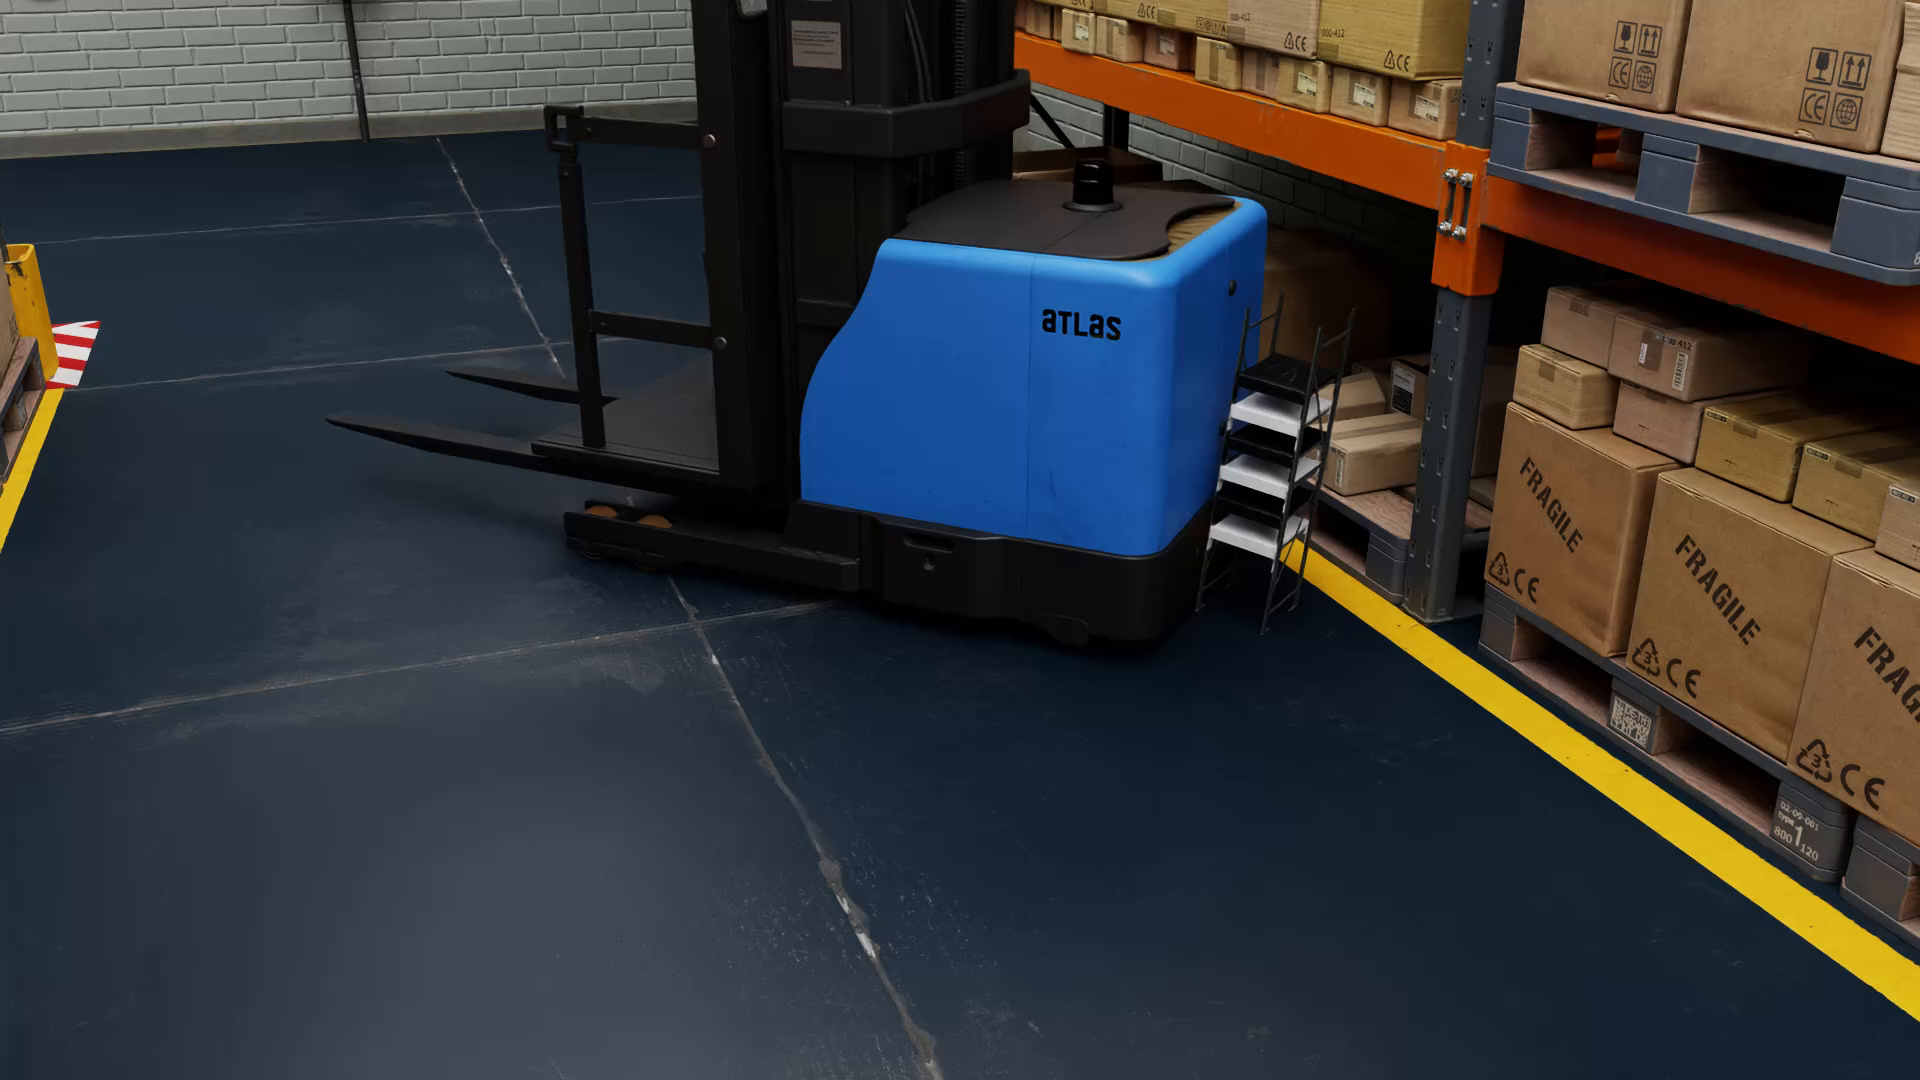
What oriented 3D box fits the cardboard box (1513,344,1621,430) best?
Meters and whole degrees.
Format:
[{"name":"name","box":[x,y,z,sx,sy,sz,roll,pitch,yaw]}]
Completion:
[{"name":"cardboard box","box":[1.632,-0.401,4.182,0.380,0.149,0.250,-7,24,-16]}]

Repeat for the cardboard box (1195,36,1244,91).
[{"name":"cardboard box","box":[0.995,-1.564,5.421,0.380,0.149,0.250,-9,24,-20]}]

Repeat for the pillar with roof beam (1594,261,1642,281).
[{"name":"pillar with roof beam","box":[-1.676,-3.778,2.627,9.100,9.000,0.400,-8,24,-19]}]

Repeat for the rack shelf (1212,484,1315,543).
[{"name":"rack shelf","box":[0.847,-0.096,4.613,0.200,0.077,0.258,20,30,28]}]

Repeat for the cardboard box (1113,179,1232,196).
[{"name":"cardboard box","box":[0.734,-1.171,6.845,0.700,0.500,0.500,-7,24,-17]}]

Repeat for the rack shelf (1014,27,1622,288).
[{"name":"rack shelf","box":[1.048,-1.623,6.164,1.077,0.370,4.000,-8,24,-19]}]

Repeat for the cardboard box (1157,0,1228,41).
[{"name":"cardboard box","box":[0.992,-1.810,5.493,0.500,0.250,0.500,-9,24,-19]}]

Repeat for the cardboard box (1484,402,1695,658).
[{"name":"cardboard box","box":[1.715,-0.063,4.214,0.500,0.500,0.500,-7,24,-17]}]

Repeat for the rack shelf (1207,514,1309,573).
[{"name":"rack shelf","box":[0.840,-0.015,4.652,0.200,0.077,0.258,20,30,28]}]

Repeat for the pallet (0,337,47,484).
[{"name":"pallet","box":[-3.945,-0.434,6.007,1.003,0.211,1.213,-8,24,-19]}]

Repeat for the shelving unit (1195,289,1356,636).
[{"name":"shelving unit","box":[0.858,-0.206,4.559,0.210,0.900,0.258,20,30,28]}]

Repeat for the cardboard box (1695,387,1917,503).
[{"name":"cardboard box","box":[1.904,-0.220,3.751,0.380,0.149,0.250,-10,25,-22]}]

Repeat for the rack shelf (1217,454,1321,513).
[{"name":"rack shelf","box":[0.855,-0.177,4.573,0.200,0.077,0.258,20,30,28]}]

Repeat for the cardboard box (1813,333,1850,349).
[{"name":"cardboard box","box":[2.154,-0.474,4.355,0.380,0.149,0.250,-9,25,-21]}]

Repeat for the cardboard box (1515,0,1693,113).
[{"name":"cardboard box","box":[1.716,-1.261,3.710,0.700,0.500,0.500,-8,24,-18]}]

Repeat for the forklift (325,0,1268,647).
[{"name":"forklift","box":[-0.649,-1.431,4.872,3.031,2.935,1.130,10,25,23]}]

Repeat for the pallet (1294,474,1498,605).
[{"name":"pallet","box":[1.513,-0.192,5.434,1.003,0.211,1.213,-8,24,-19]}]

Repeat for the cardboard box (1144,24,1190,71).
[{"name":"cardboard box","box":[0.877,-1.756,5.878,0.380,0.149,0.250,-8,24,-19]}]

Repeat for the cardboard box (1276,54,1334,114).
[{"name":"cardboard box","box":[1.179,-1.376,4.975,0.380,0.149,0.250,-8,24,-18]}]

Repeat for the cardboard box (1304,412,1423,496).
[{"name":"cardboard box","box":[1.283,-0.270,5.157,0.380,0.149,0.250,-9,25,-21]}]

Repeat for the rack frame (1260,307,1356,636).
[{"name":"rack frame","box":[0.942,-0.175,4.511,0.006,0.900,0.240,20,30,28]}]

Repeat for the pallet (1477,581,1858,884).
[{"name":"pallet","box":[2.077,0.348,4.153,1.003,0.211,1.213,-8,24,-19]}]

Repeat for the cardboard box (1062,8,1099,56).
[{"name":"cardboard box","box":[0.609,-1.933,6.298,0.380,0.149,0.250,-9,24,-20]}]

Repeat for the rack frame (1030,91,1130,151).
[{"name":"rack frame","box":[0.341,-2.681,7.749,1.000,3.000,0.127,-8,24,-19]}]

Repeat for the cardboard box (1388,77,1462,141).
[{"name":"cardboard box","box":[1.405,-1.193,4.542,0.380,0.149,0.250,-8,24,-18]}]

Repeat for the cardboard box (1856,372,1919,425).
[{"name":"cardboard box","box":[2.346,-0.292,3.923,0.380,0.149,0.250,-8,24,-18]}]

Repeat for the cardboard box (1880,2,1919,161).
[{"name":"cardboard box","box":[1.886,-0.802,2.922,0.396,0.266,0.258,-7,24,-16]}]

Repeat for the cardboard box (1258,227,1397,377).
[{"name":"cardboard box","box":[1.101,-0.794,5.950,0.700,0.500,0.500,-9,25,-21]}]

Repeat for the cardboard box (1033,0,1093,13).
[{"name":"cardboard box","box":[0.610,-2.180,6.371,0.500,0.250,0.500,-9,24,-20]}]

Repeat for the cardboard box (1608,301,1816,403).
[{"name":"cardboard box","box":[1.769,-0.451,3.916,0.380,0.149,0.250,-10,25,-22]}]

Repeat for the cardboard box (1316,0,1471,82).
[{"name":"cardboard box","box":[1.346,-1.447,4.631,0.500,0.250,0.500,-8,24,-18]}]

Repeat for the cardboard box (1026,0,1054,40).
[{"name":"cardboard box","box":[0.491,-2.131,6.768,0.380,0.149,0.250,-8,24,-17]}]

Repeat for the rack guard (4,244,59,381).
[{"name":"rack guard","box":[-4.310,-0.855,6.636,1.175,0.500,0.348,-8,24,-19]}]
